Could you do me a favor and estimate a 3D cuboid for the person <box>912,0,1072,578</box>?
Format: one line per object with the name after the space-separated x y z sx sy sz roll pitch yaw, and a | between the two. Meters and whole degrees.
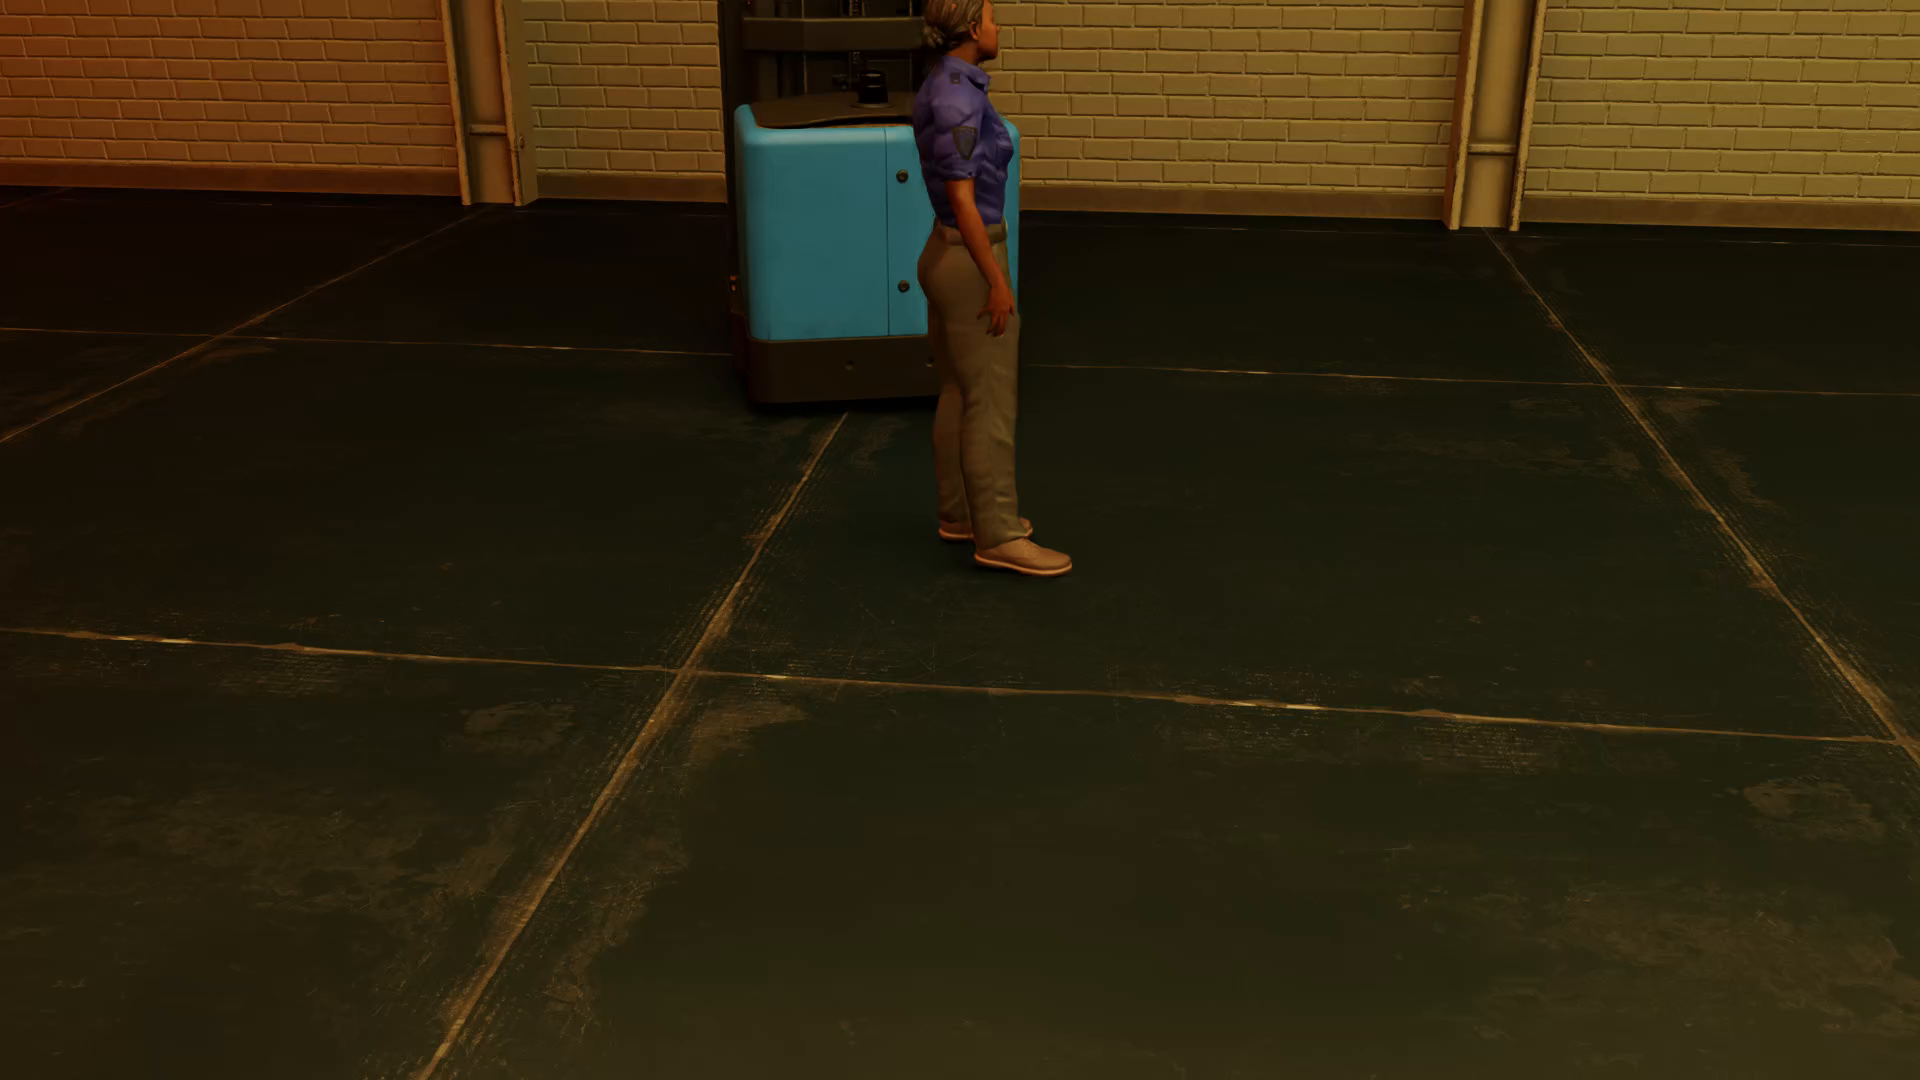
0.079 -0.761 4.856 0.412 1.655 0.630 -4 22 -10 | person

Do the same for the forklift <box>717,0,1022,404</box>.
-0.514 -2.390 7.189 1.130 2.935 3.031 -4 22 -9 | forklift
